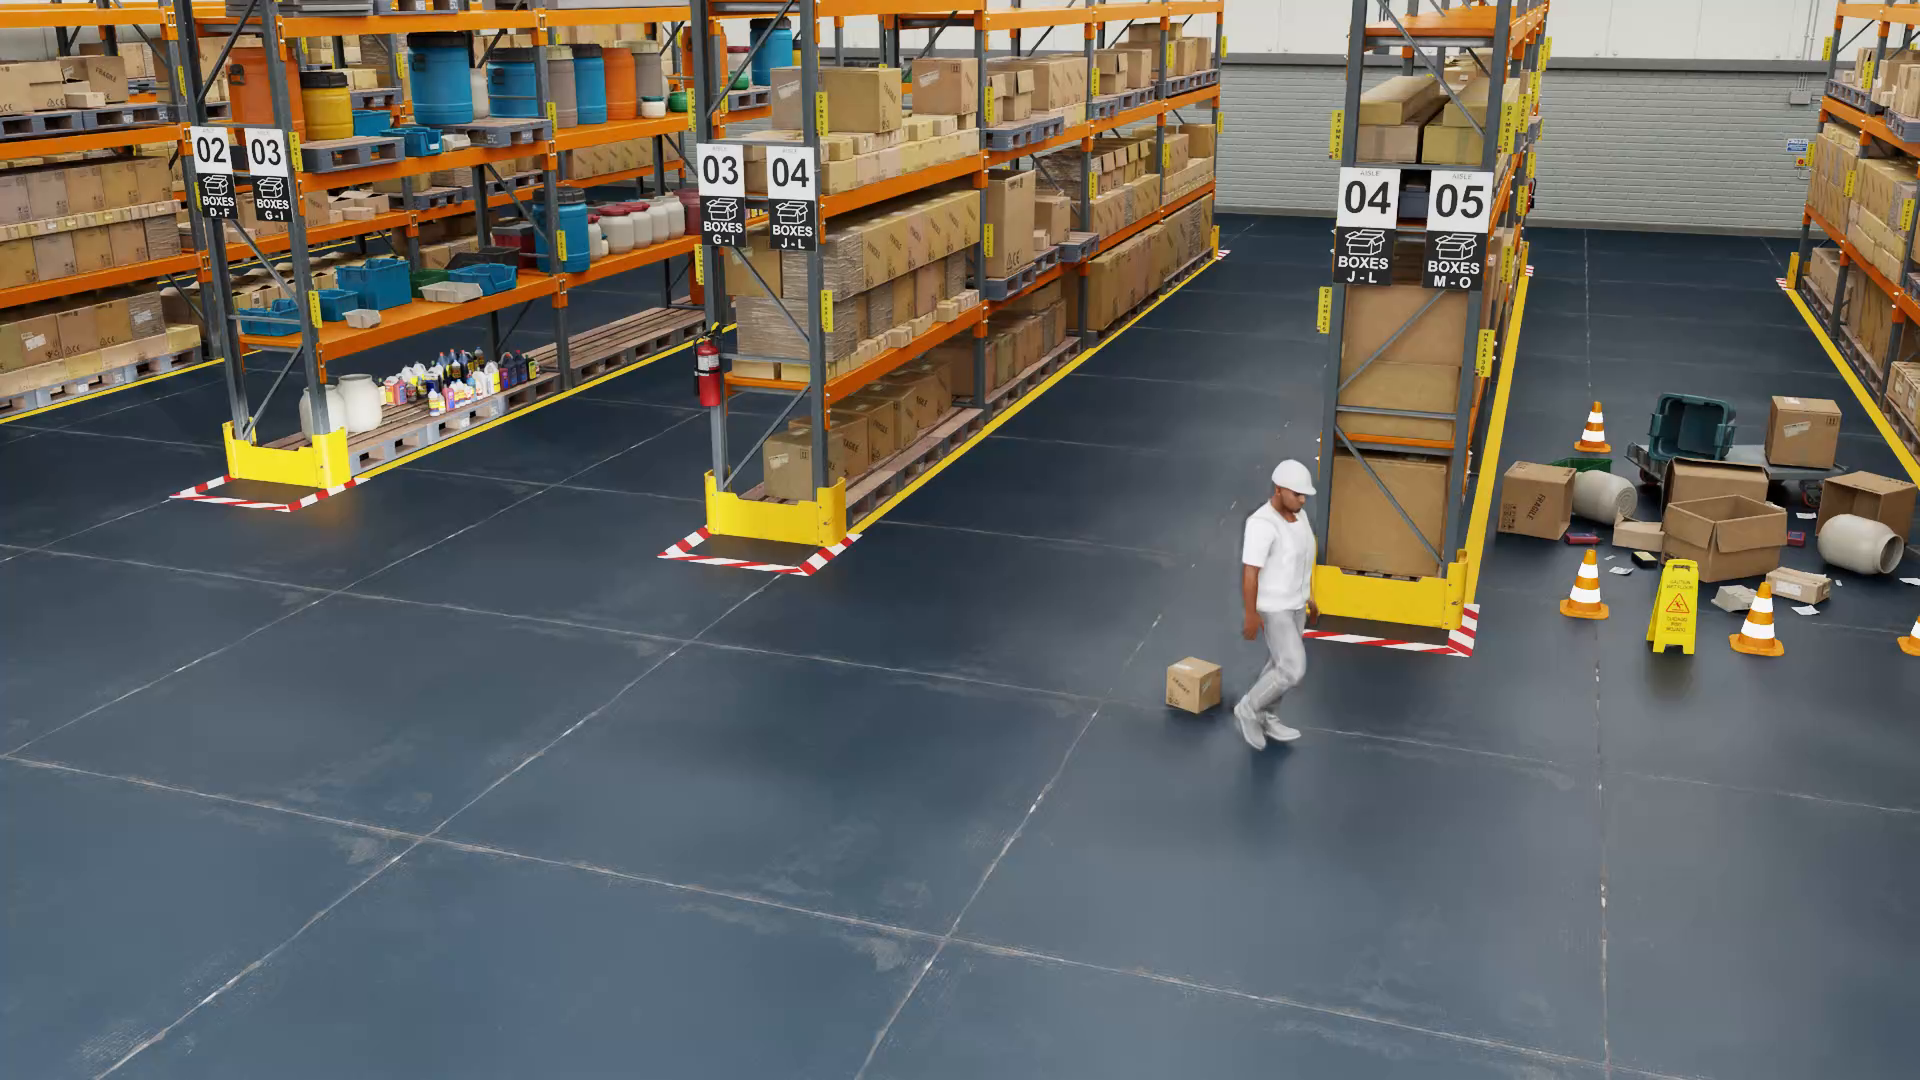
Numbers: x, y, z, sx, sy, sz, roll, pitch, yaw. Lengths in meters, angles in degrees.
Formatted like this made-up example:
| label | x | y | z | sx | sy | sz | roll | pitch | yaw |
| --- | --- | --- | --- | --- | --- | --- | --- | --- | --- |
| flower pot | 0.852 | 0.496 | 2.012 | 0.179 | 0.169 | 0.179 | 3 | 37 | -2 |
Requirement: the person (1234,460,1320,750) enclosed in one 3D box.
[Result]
| label | x | y | z | sx | sy | sz | roll | pitch | yaw |
| --- | --- | --- | --- | --- | --- | --- | --- | --- | --- |
| person | 1.895 | 0.395 | 9.790 | 0.451 | 1.787 | 0.587 | 13 | 23 | 34 |
